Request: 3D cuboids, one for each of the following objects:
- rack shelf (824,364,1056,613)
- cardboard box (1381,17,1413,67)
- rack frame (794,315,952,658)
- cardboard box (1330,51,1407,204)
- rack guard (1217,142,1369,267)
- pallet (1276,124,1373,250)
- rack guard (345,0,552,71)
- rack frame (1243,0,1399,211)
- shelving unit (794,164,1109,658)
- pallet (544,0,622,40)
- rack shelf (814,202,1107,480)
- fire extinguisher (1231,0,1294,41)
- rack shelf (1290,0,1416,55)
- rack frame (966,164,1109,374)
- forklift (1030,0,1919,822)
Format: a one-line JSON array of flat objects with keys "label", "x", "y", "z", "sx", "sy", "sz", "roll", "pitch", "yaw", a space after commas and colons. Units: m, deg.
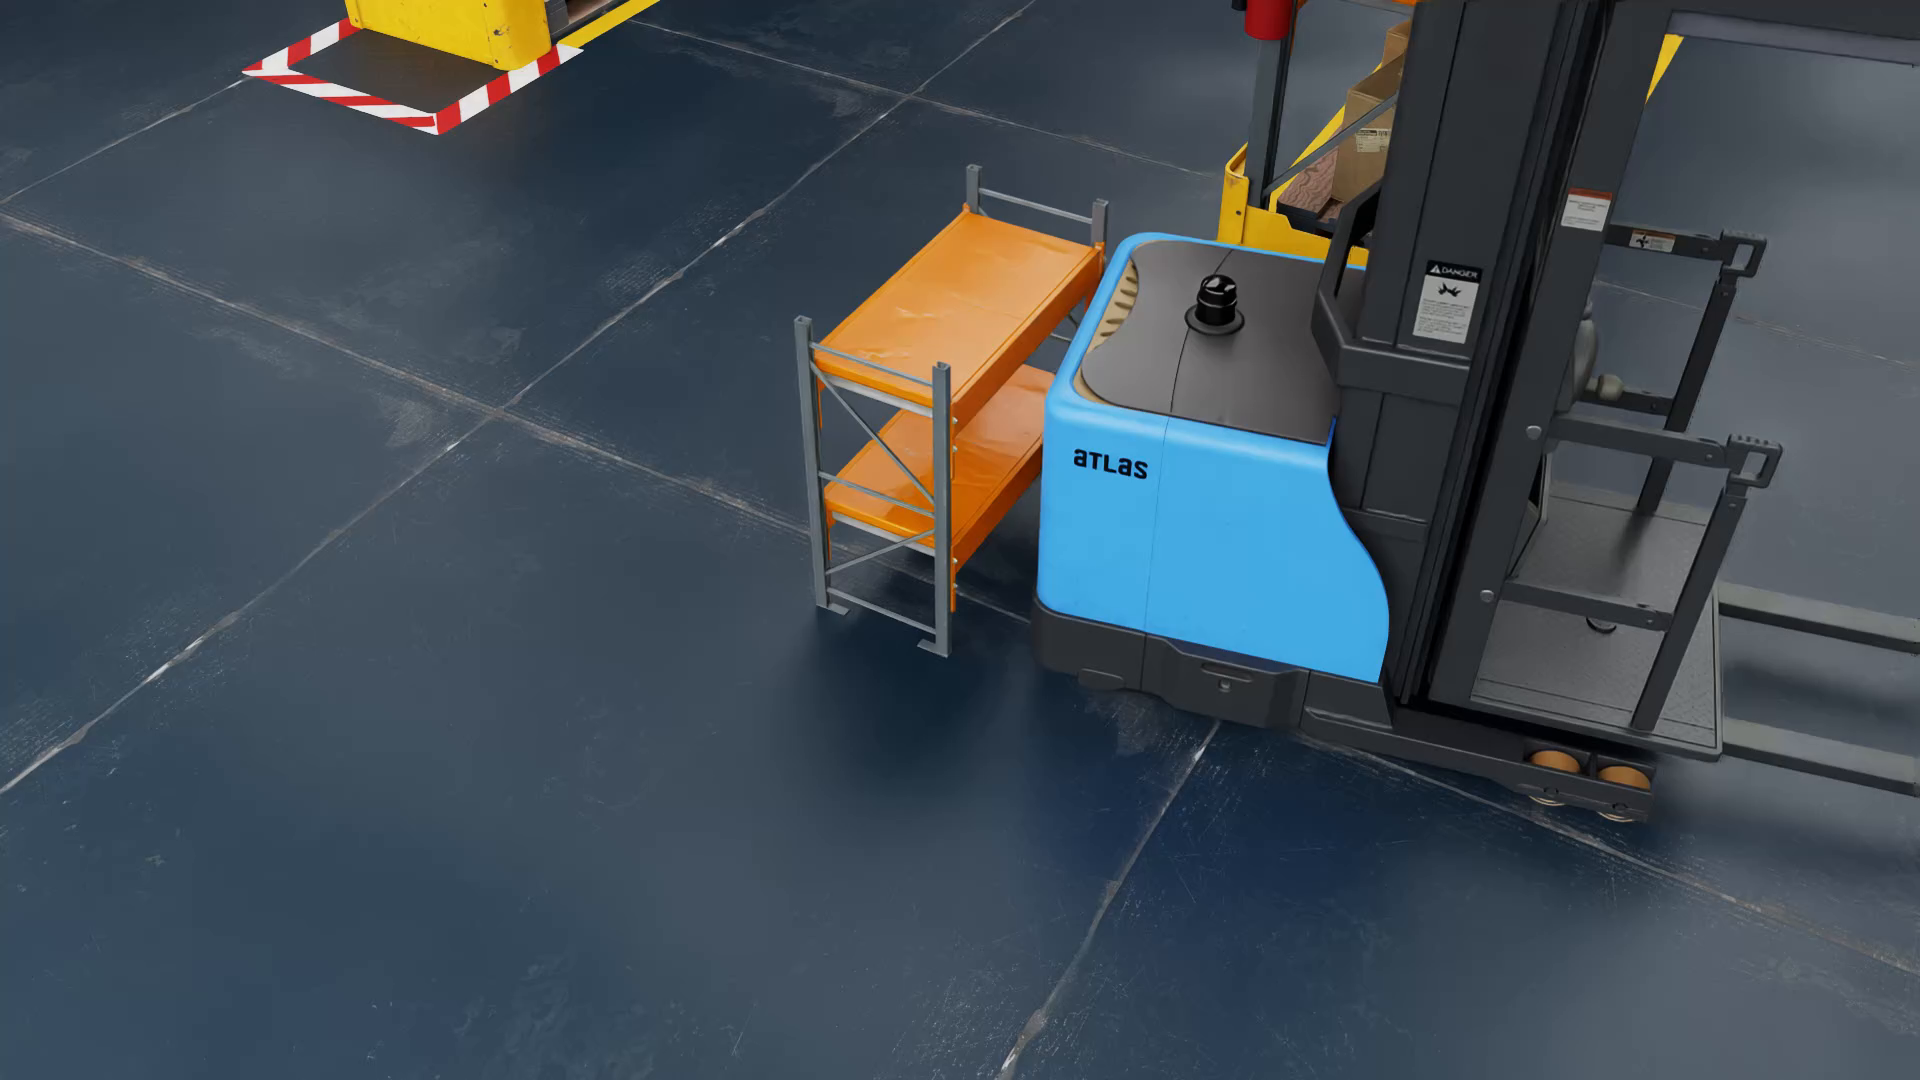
[{"label": "rack shelf", "x": -0.002, "y": -0.244, "z": 5.546, "sx": 0.538, "sy": 0.278, "sz": 1.000, "roll": 20, "pitch": 45, "yaw": 22}, {"label": "cardboard box", "x": 2.196, "y": -2.016, "z": 7.344, "sx": 0.500, "sy": 0.500, "sz": 0.500, "roll": -33, "pitch": 51, "yaw": -32}, {"label": "rack frame", "x": -0.251, "y": -0.135, "z": 5.052, "sx": 0.500, "sy": 1.125, "sz": 0.032, "roll": 20, "pitch": 45, "yaw": 22}, {"label": "cardboard box", "x": 1.926, "y": -1.663, "z": 6.942, "sx": 0.500, "sy": 0.500, "sz": 0.500, "roll": 30, "pitch": 49, "yaw": 29}, {"label": "rack guard", "x": 1.637, "y": -1.197, "z": 6.731, "sx": 1.175, "sy": 0.500, "sz": 0.348, "roll": 21, "pitch": 45, "yaw": 22}, {"label": "pallet", "x": 2.074, "y": -1.542, "z": 7.341, "sx": 1.003, "sy": 0.211, "sz": 1.213, "roll": 21, "pitch": 45, "yaw": 22}, {"label": "rack guard", "x": -2.692, "y": -2.851, "z": 8.609, "sx": 1.175, "sy": 0.500, "sz": 0.348, "roll": 21, "pitch": 45, "yaw": 22}, {"label": "rack frame", "x": 1.599, "y": -2.092, "z": 5.856, "sx": 1.000, "sy": 3.000, "sz": 0.127, "roll": 21, "pitch": 45, "yaw": 22}, {"label": "shelving unit", "x": -0.002, "y": -0.428, "z": 5.385, "sx": 0.538, "sy": 1.125, "sz": 1.048, "roll": 20, "pitch": 45, "yaw": 22}, {"label": "pallet", "x": -2.280, "y": -3.205, "z": 9.230, "sx": 1.003, "sy": 0.211, "sz": 1.213, "roll": 21, "pitch": 45, "yaw": 22}, {"label": "rack shelf", "x": -0.002, "y": -0.648, "z": 5.191, "sx": 0.538, "sy": 0.278, "sz": 1.000, "roll": 20, "pitch": 45, "yaw": 22}, {"label": "fire extinguisher", "x": 1.143, "y": -2.150, "z": 5.980, "sx": 0.296, "sy": 0.674, "sz": 0.183, "roll": 21, "pitch": 45, "yaw": 22}, {"label": "rack shelf", "x": 2.600, "y": -2.966, "z": 7.393, "sx": 1.077, "sy": 0.370, "sz": 4.000, "roll": 21, "pitch": 45, "yaw": 22}, {"label": "rack frame", "x": 0.247, "y": -0.721, "z": 5.718, "sx": 0.500, "sy": 1.125, "sz": 0.032, "roll": 20, "pitch": 45, "yaw": 22}, {"label": "forklift", "x": 1.796, "y": -0.680, "z": 4.304, "sx": 3.031, "sy": 2.935, "sz": 1.130, "roll": 12, "pitch": 43, "yaw": 13}]
